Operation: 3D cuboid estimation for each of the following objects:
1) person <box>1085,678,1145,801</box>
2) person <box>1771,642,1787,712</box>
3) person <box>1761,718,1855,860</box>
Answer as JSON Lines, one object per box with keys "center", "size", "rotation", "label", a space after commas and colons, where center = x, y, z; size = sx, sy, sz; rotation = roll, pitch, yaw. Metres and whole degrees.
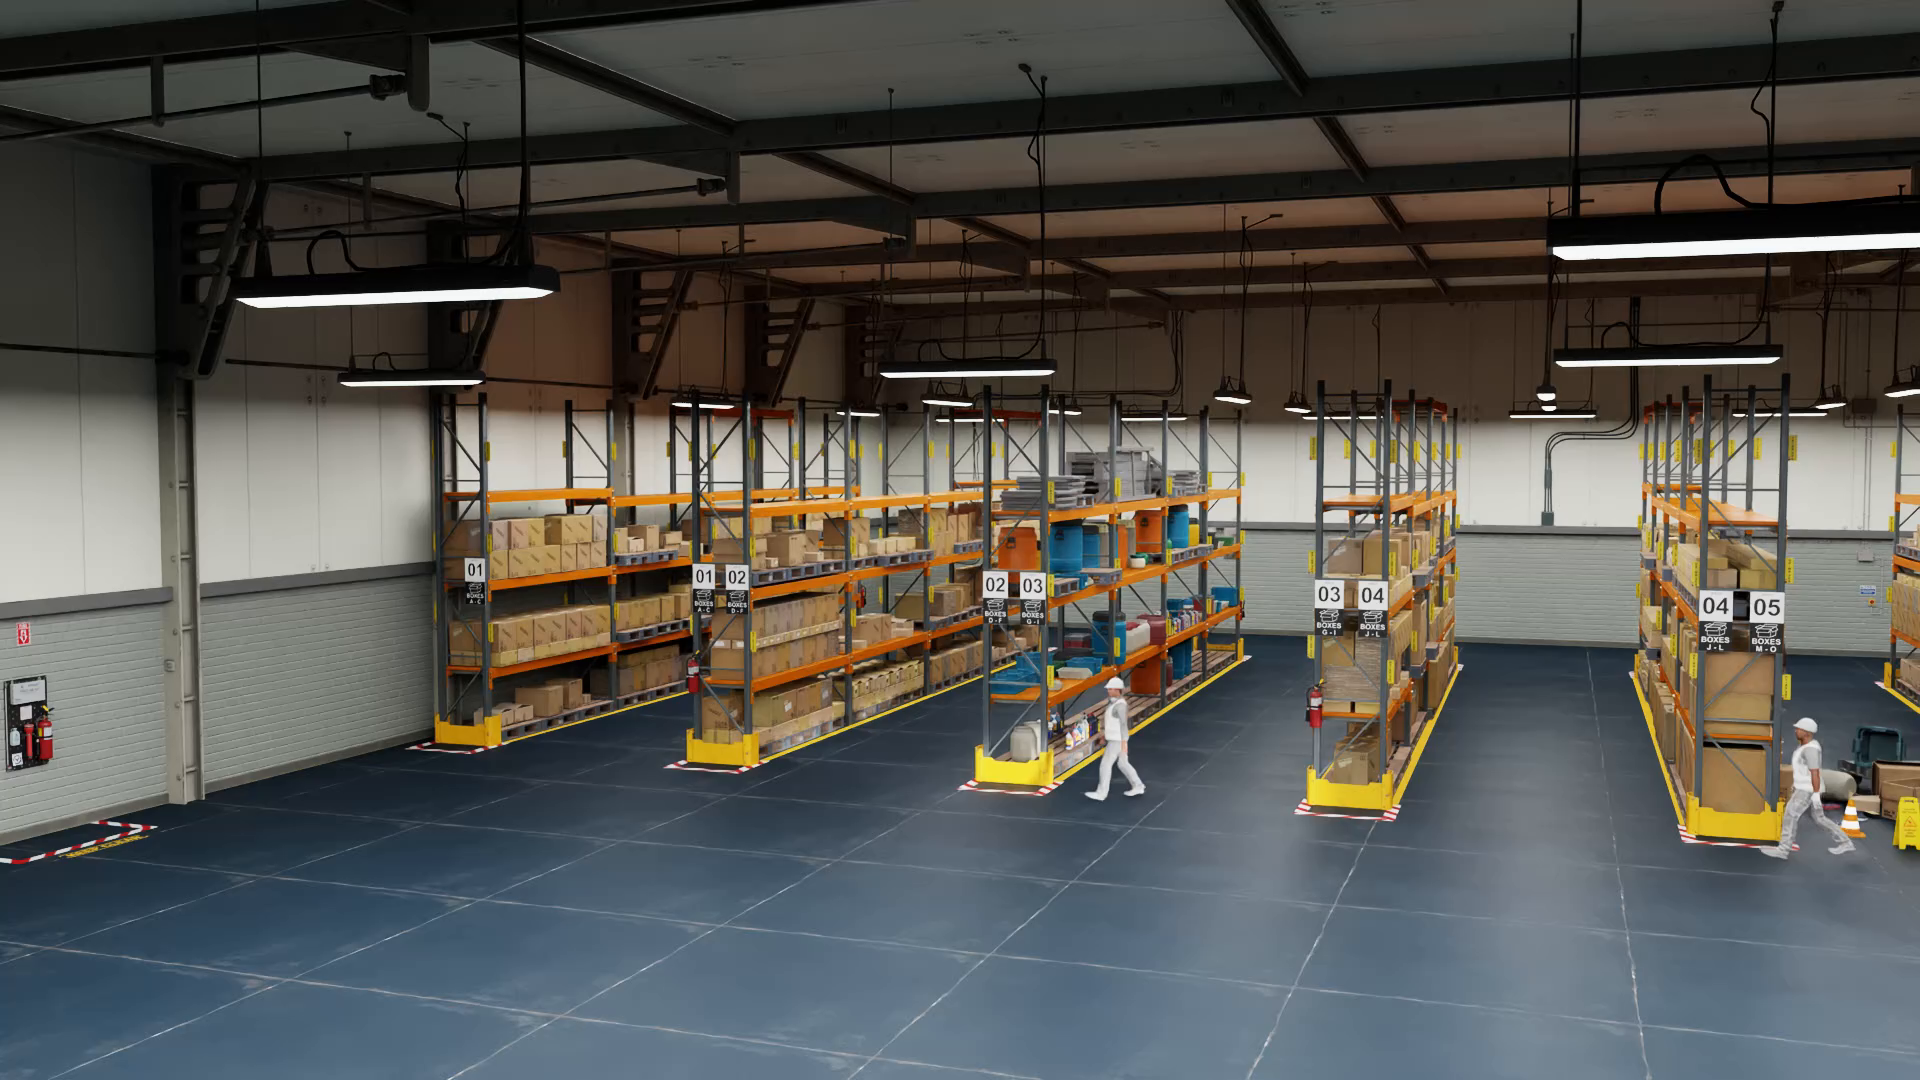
{"center": [2.238, 2.860, 23.963], "size": [0.869, 1.757, 0.532], "rotation": [0, 3, 3], "label": "person"}
{"center": [15.496, 2.423, 31.856], "size": [0.614, 1.775, 0.612], "rotation": [1, 3, 19], "label": "person"}
{"center": [10.379, 3.045, 20.316], "size": [1.065, 1.745, 0.560], "rotation": [1, 3, 19], "label": "person"}
